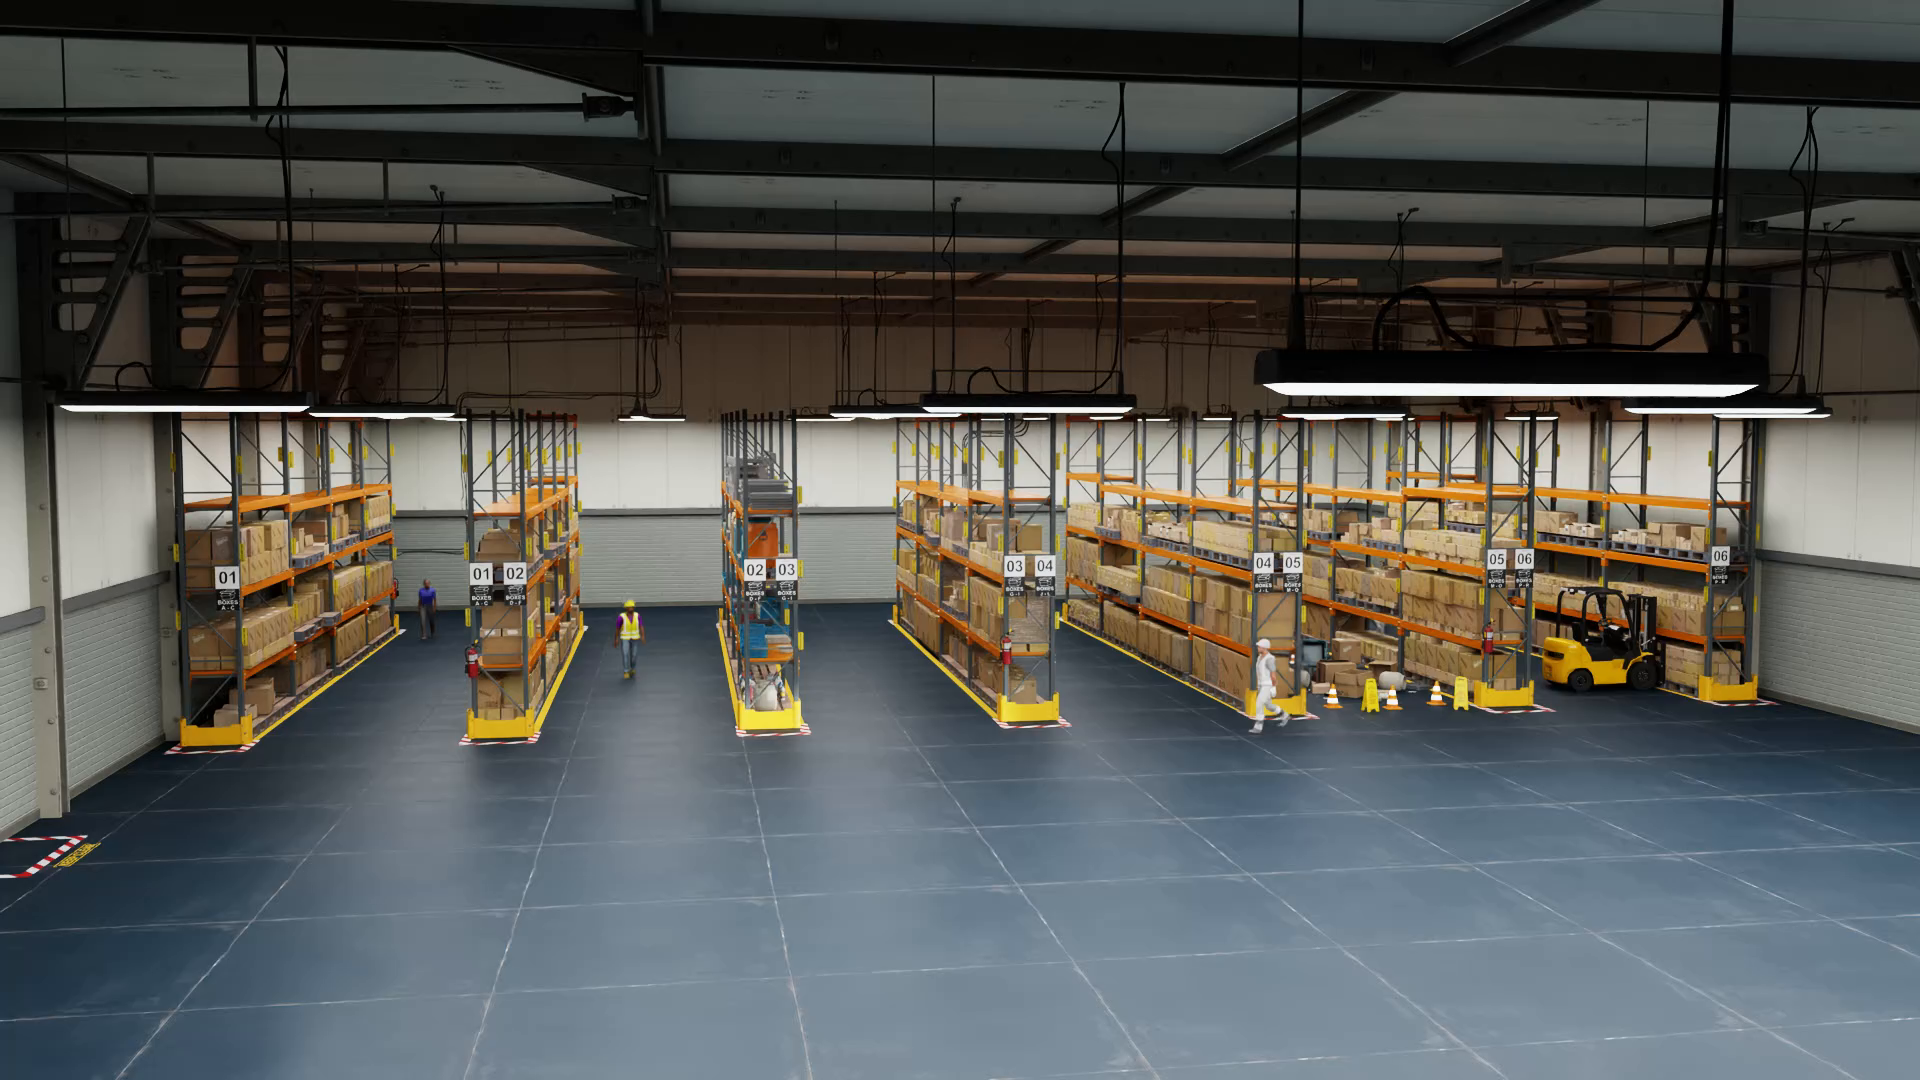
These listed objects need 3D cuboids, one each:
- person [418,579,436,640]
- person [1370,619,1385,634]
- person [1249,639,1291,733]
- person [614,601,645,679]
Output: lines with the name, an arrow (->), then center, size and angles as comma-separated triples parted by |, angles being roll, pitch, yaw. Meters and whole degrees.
person -> -14.159, 1.819, 44.212 | 0.452, 1.610, 0.843 | -1, 4, -13
person -> 11.357, 1.691, 45.033 | 0.609, 1.785, 0.463 | -3, 5, -38
person -> 5.747, 2.690, 30.863 | 1.012, 1.738, 0.552 | -2, 4, -21
person -> -7.451, 2.223, 37.498 | 0.675, 1.695, 1.067 | -1, 4, -18
